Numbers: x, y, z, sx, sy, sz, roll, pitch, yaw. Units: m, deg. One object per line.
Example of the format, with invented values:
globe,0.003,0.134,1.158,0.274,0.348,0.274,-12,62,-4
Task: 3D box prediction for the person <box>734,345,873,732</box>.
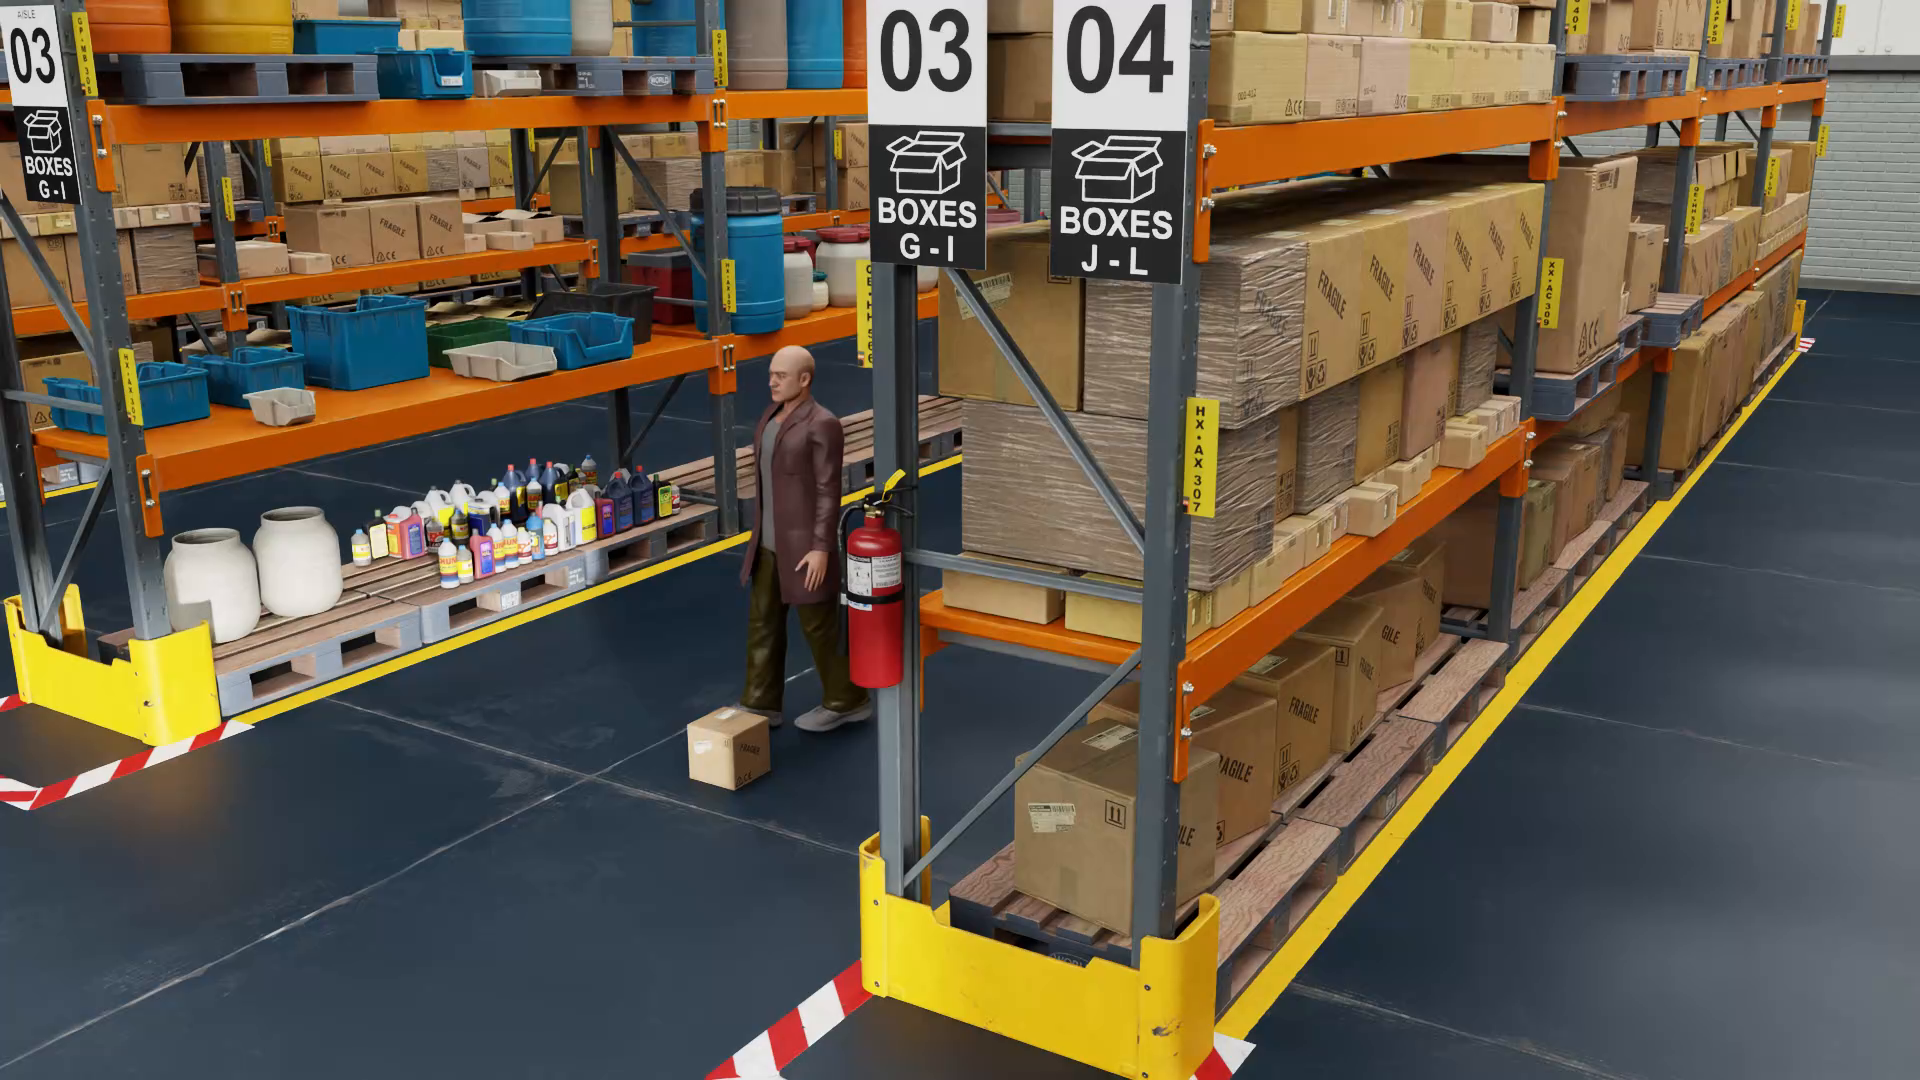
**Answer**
person,-0.785,0.021,7.454,0.715,1.785,0.595,-13,21,-39
